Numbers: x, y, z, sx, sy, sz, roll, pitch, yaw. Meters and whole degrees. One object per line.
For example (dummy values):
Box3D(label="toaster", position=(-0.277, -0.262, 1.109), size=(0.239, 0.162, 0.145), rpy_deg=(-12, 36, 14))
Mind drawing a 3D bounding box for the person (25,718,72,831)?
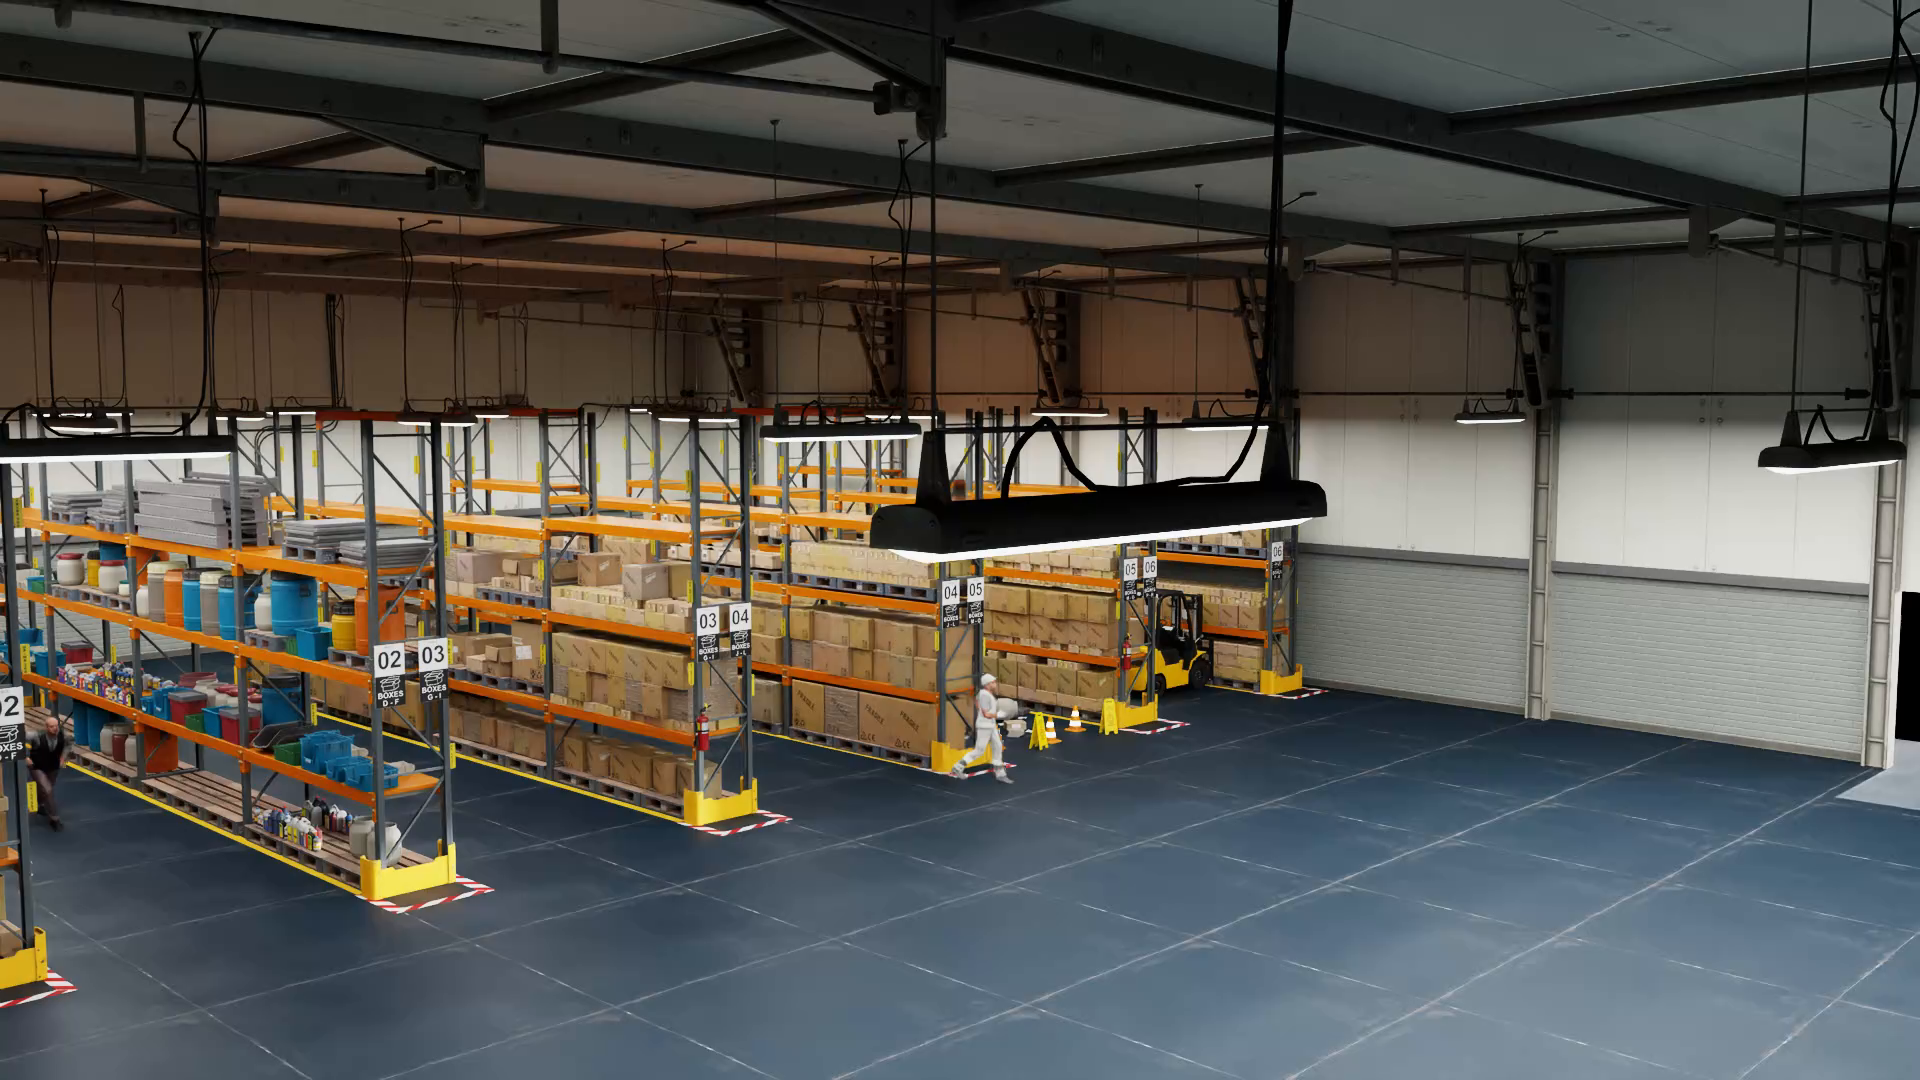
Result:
Box3D(label="person", position=(-13.393, 3.381, 24.306), size=(1.007, 1.680, 0.696), rpy_deg=(5, 7, 43))

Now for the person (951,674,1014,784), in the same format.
Box3D(label="person", position=(0.375, 3.053, 26.882), size=(1.002, 1.799, 0.671), rpy_deg=(1, 5, 8))
